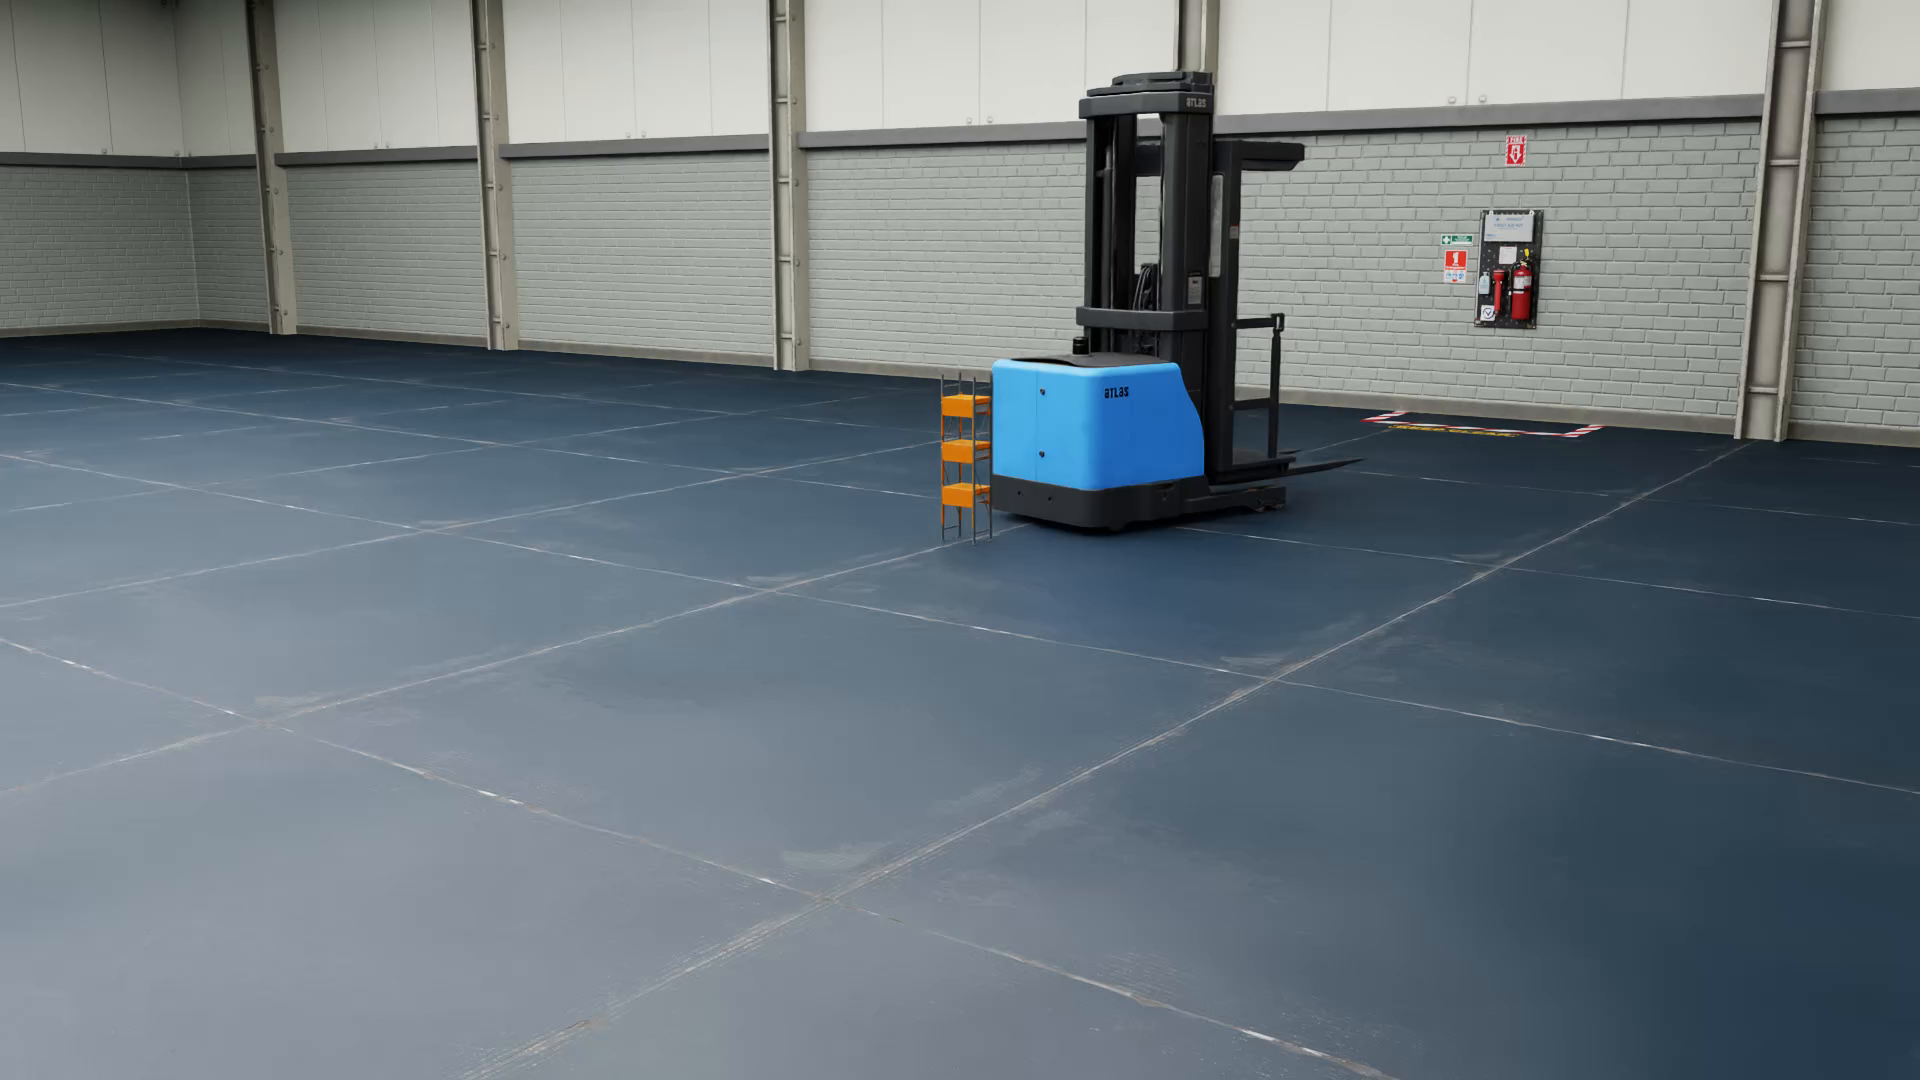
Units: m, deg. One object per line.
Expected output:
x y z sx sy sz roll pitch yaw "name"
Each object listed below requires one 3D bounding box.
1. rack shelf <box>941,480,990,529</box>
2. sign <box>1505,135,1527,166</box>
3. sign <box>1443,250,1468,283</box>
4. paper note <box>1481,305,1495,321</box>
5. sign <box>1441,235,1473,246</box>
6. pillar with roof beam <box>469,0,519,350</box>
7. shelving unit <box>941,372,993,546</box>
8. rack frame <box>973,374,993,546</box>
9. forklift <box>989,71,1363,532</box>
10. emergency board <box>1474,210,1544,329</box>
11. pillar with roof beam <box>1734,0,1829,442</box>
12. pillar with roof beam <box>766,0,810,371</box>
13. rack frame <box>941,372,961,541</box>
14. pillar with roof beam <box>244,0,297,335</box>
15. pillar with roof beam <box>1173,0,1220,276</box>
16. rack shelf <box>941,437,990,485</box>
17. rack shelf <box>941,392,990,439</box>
0.043 -0.226 10.454 0.240 0.259 0.215 8 13 36 "rack shelf"
5.497 -3.853 16.446 0.199 0.298 0.001 8 13 36 "sign"
5.060 -2.794 16.982 0.234 0.329 0.001 8 13 36 "sign"
5.343 -2.297 16.824 0.142 0.148 0.016 8 13 36 "paper note"
5.058 -3.053 16.922 0.331 0.109 0.001 8 13 36 "sign"
-9.642 -6.725 21.600 0.400 9.000 9.100 8 13 36 "pillar with roof beam"
0.043 -0.509 10.399 0.252 1.050 0.215 8 13 36 "shelving unit"
0.141 -0.496 10.328 0.008 1.050 0.200 8 13 36 "rack frame"
1.659 -1.698 11.590 3.031 2.935 1.130 -9 14 -39 "forklift"
5.445 -2.699 16.583 0.643 1.169 0.194 8 13 36 "emergency board"
4.866 -4.701 11.140 0.400 9.000 9.100 8 13 36 "pillar with roof beam"
-4.806 -6.051 18.113 0.400 9.000 9.100 8 13 36 "pillar with roof beam"
-0.055 -0.523 10.470 0.008 1.050 0.200 8 13 36 "rack frame"
-14.478 -7.400 25.087 0.400 9.000 9.100 8 13 36 "pillar with roof beam"
0.030 -5.376 14.627 0.400 9.000 9.100 8 13 36 "pillar with roof beam"
0.043 -0.499 10.401 0.240 0.259 0.215 8 13 36 "rack shelf"
0.043 -0.778 10.347 0.240 0.259 0.215 8 13 36 "rack shelf"
